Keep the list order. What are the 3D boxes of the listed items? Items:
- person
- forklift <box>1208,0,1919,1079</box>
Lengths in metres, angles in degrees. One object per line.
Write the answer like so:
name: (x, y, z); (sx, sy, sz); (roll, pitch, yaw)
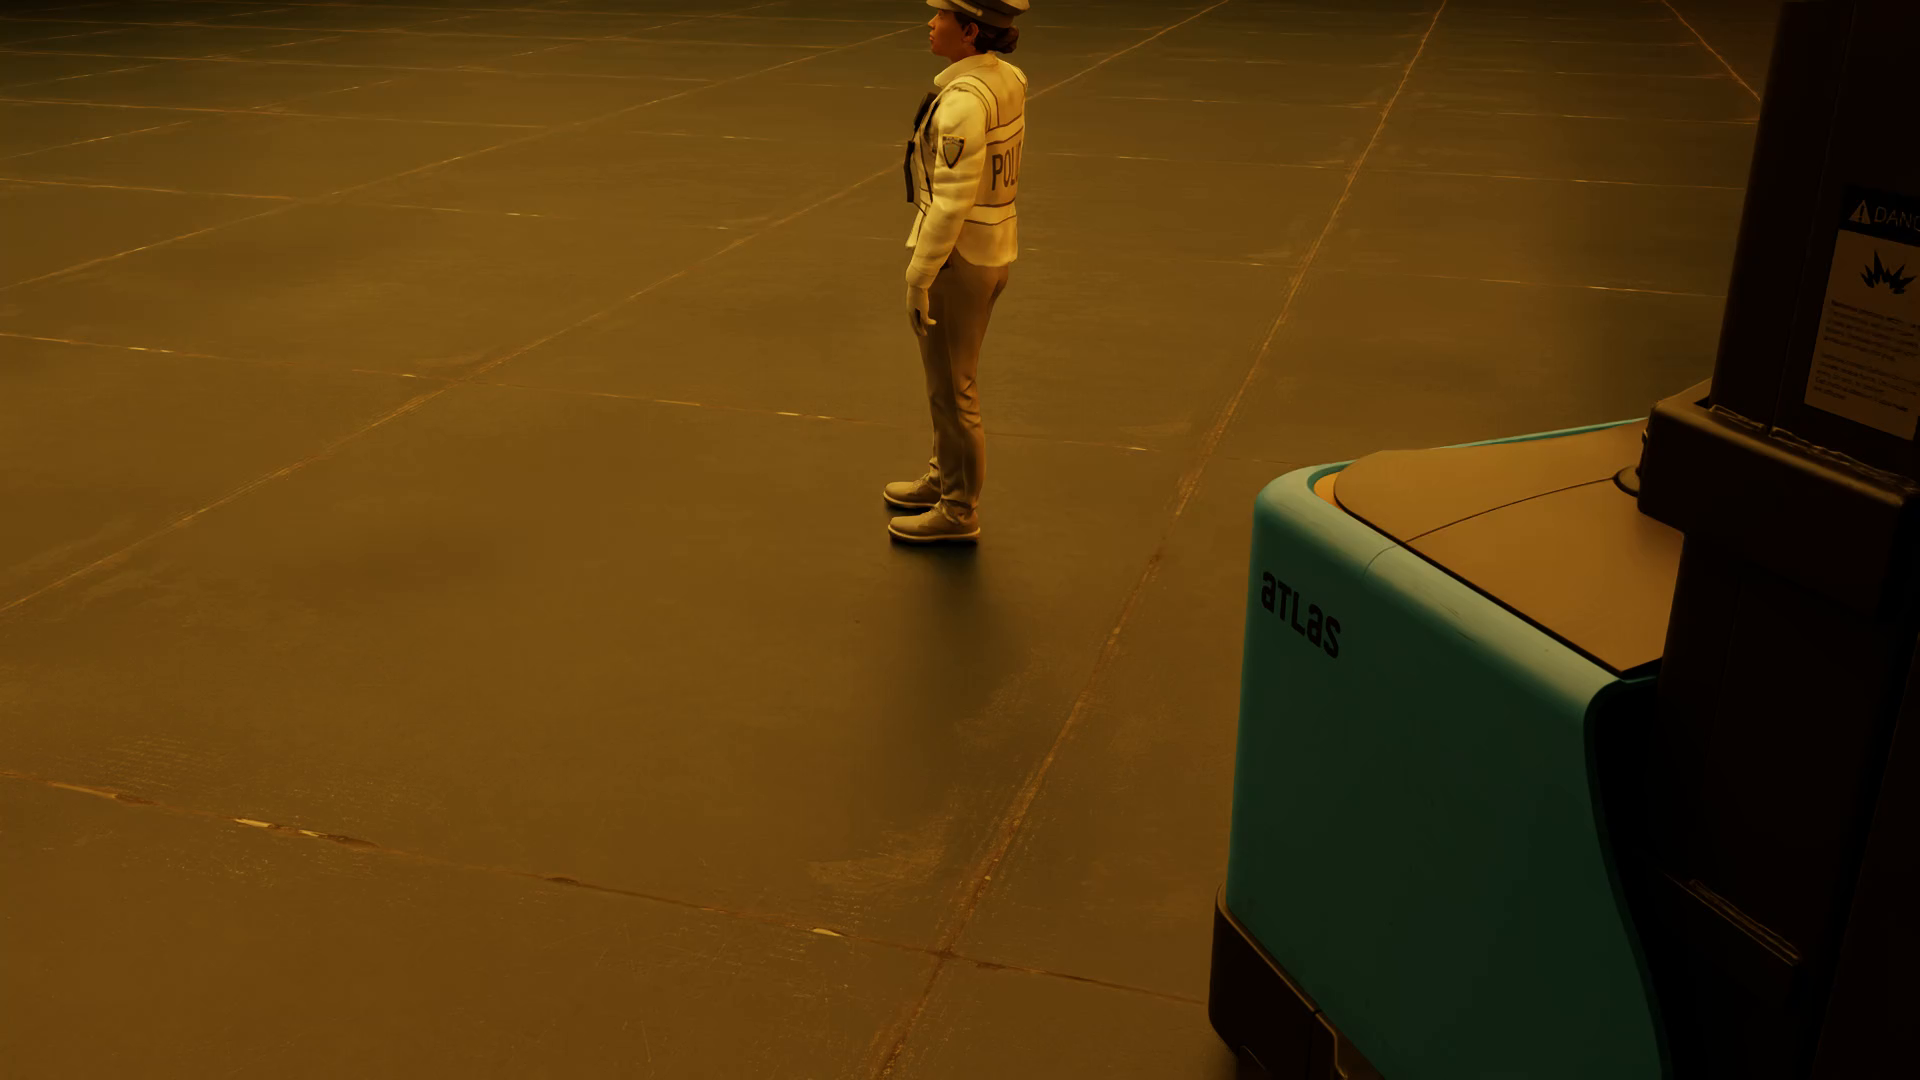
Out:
person: (-0.062, -0.800, 4.818); (0.533, 1.696, 0.588); (7, 23, 16)
forklift: (1.449, -0.013, 1.311); (1.130, 2.935, 3.031); (-9, 24, -20)
